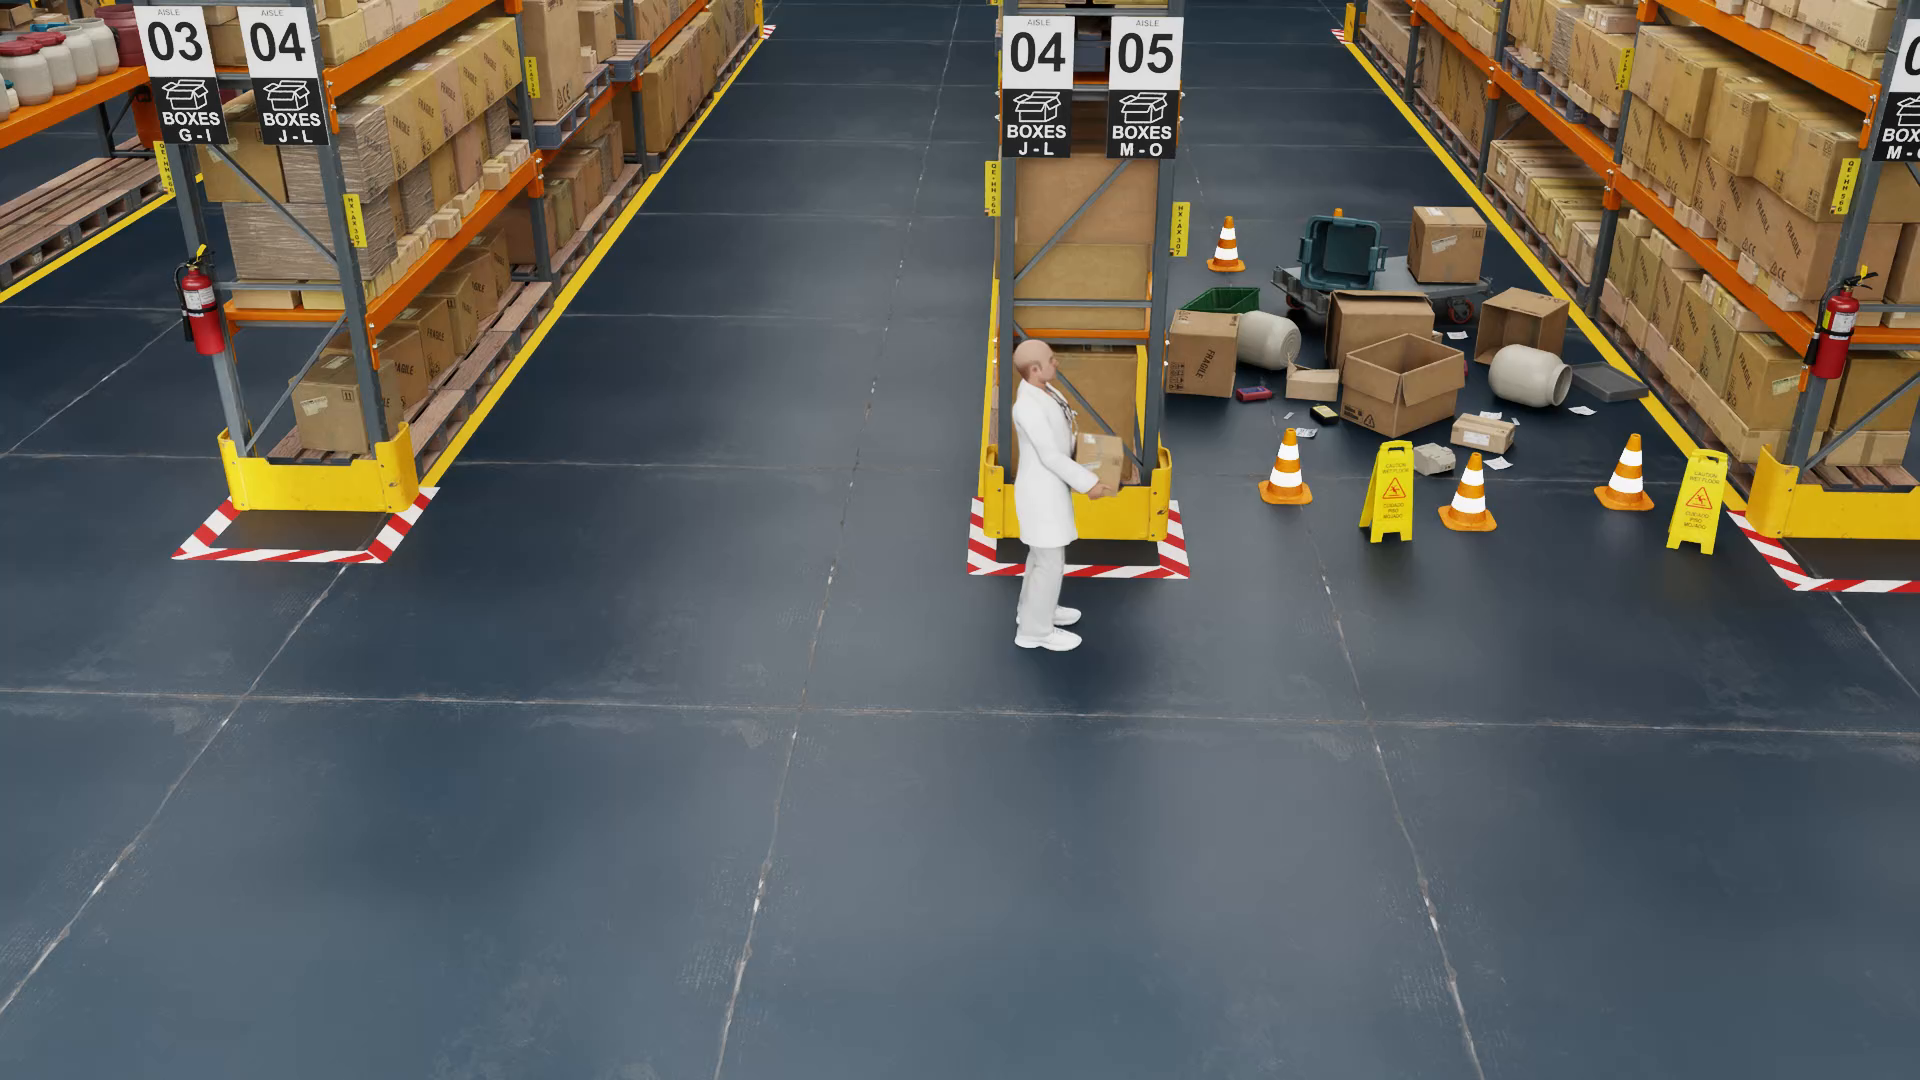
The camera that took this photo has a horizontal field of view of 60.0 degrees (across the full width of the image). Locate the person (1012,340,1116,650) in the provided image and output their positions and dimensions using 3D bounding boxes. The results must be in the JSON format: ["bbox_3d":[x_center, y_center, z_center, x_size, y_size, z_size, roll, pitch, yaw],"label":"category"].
[{"bbox_3d":[0.562,-0.254,9.127,0.562,1.769,0.529,1,28,2],"label":"person"}]
